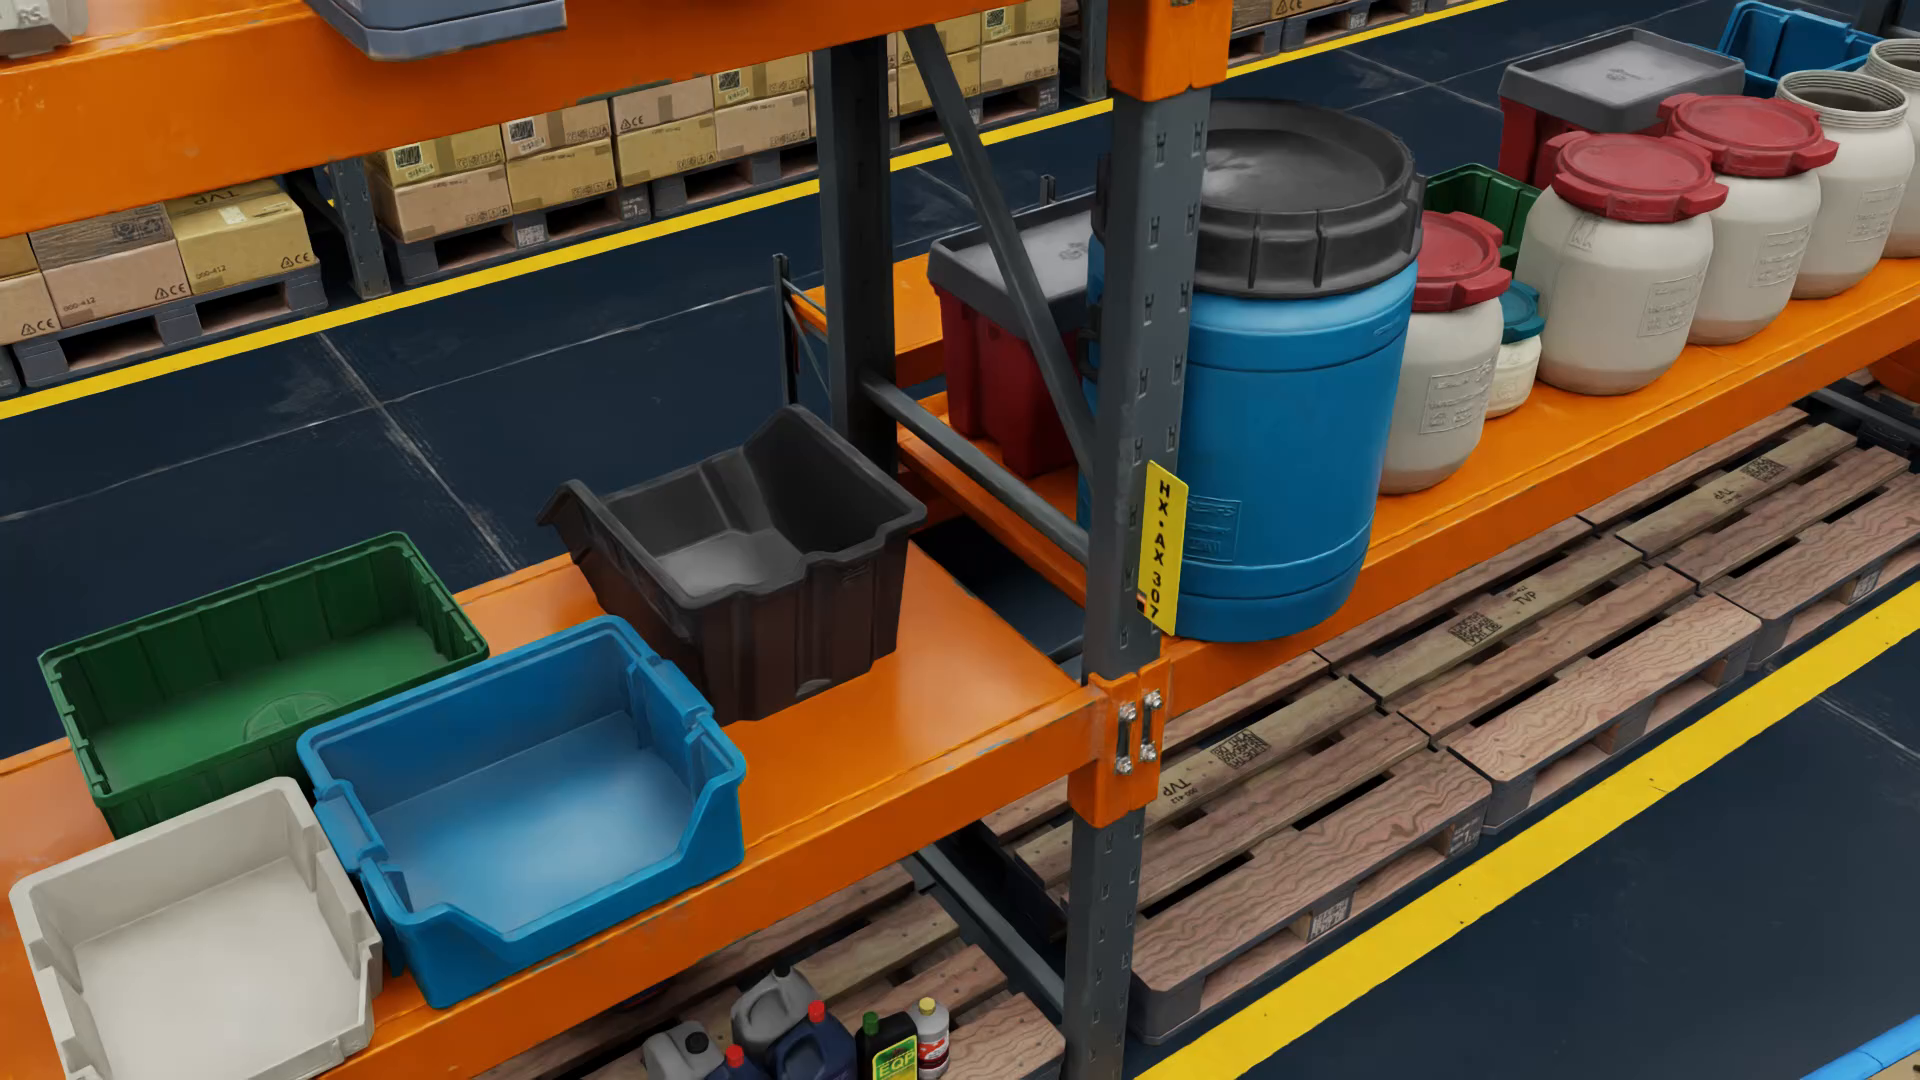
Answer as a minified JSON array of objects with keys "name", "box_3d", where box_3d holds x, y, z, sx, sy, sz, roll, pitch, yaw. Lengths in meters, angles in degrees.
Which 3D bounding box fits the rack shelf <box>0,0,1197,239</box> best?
[{"name":"rack shelf","box_3d":[-1.589,-0.389,1.769,4.000,0.370,1.077,-22,41,-28]}]

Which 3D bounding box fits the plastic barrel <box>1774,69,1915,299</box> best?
[{"name":"plastic barrel","box_3d":[2.253,-0.937,4.389,0.421,0.512,0.421,0,36,0]}]

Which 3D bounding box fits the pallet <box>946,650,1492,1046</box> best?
[{"name":"pallet","box_3d":[0.665,0.713,4.578,1.213,0.211,1.003,-22,41,-28]}]

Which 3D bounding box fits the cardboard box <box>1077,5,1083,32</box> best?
[{"name":"cardboard box","box_3d":[1.001,-3.028,9.155,0.500,0.500,0.500,-21,41,-26]}]

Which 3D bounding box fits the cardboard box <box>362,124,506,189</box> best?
[{"name":"cardboard box","box_3d":[-2.324,-1.804,7.204,0.500,0.311,0.500,-22,41,-28]}]

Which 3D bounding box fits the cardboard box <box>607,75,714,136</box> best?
[{"name":"cardboard box","box_3d":[-1.489,-2.144,7.677,0.500,0.311,0.500,-24,42,-29]}]

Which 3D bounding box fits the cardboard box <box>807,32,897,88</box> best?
[{"name":"cardboard box","box_3d":[-0.657,-2.489,8.156,0.500,0.311,0.500,-23,41,-28]}]

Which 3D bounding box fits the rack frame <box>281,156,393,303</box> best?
[{"name":"rack frame","box_3d":[-2.805,-2.502,6.659,0.127,3.000,1.000,-22,41,-28]}]

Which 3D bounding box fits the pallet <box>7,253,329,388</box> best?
[{"name":"pallet","box_3d":[-3.479,-1.122,7.129,1.213,0.211,1.003,-22,41,-28]}]

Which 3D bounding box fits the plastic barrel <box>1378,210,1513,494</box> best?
[{"name":"plastic barrel","box_3d":[0.954,-0.409,3.633,0.433,0.535,0.433,0,36,0]}]

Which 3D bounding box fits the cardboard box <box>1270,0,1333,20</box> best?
[{"name":"cardboard box","box_3d":[1.839,-3.373,9.634,0.500,0.500,0.500,-23,42,-28]}]

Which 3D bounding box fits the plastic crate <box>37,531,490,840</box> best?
[{"name":"plastic crate","box_3d":[-1.227,0.272,2.985,0.662,0.188,0.450,-22,41,-28]}]

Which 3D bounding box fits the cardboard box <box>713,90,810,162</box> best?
[{"name":"cardboard box","box_3d":[-1.076,-2.091,8.083,0.500,0.250,0.500,-22,41,-27]}]

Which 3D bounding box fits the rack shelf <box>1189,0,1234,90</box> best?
[{"name":"rack shelf","box_3d":[1.680,-1.735,3.640,4.000,0.370,1.077,-22,41,-28]}]

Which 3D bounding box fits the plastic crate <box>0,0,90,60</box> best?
[{"name":"plastic crate","box_3d":[-1.034,-0.514,1.553,0.396,0.136,0.243,-22,41,-28]}]

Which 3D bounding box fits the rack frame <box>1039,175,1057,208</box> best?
[{"name":"rack frame","box_3d":[0.421,-0.630,5.662,0.032,1.125,0.500,-22,41,-28]}]

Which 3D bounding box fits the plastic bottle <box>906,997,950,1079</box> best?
[{"name":"plastic bottle","box_3d":[-0.072,1.092,3.683,0.097,0.201,0.097,0,36,0]}]

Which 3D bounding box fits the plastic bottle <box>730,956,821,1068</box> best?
[{"name":"plastic bottle","box_3d":[-0.398,1.046,3.619,0.185,0.351,0.144,-22,41,-28]}]

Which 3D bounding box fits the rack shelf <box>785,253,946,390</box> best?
[{"name":"rack shelf","box_3d":[0.006,-0.697,5.254,1.000,0.278,0.538,-22,41,-28]}]

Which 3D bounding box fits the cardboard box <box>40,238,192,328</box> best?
[{"name":"cardboard box","box_3d":[-3.472,-1.132,6.750,0.500,0.250,0.500,-22,41,-28]}]

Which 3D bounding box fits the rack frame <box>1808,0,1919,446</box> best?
[{"name":"rack frame","box_3d":[3.315,-1.482,5.241,0.127,3.000,1.000,-22,41,-28]}]

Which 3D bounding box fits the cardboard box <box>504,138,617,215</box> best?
[{"name":"cardboard box","box_3d":[-1.914,-1.744,7.602,0.500,0.250,0.500,-21,41,-27]}]

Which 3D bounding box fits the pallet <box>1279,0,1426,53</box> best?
[{"name":"pallet","box_3d":[2.093,-3.356,10.235,1.213,0.211,1.003,-22,41,-28]}]

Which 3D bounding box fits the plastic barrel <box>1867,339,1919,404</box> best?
[{"name":"plastic barrel","box_3d":[3.705,-0.944,5.992,0.708,0.830,0.600,-22,41,-28]}]

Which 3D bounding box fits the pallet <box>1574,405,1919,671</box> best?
[{"name":"pallet","box_3d":[2.659,-0.108,5.719,1.213,0.211,1.003,-22,41,-28]}]

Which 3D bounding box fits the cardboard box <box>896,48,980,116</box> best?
[{"name":"cardboard box","box_3d":[-0.244,-2.433,8.559,0.500,0.250,0.500,-23,42,-28]}]

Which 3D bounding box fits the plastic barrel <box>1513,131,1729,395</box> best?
[{"name":"plastic barrel","box_3d":[1.554,-0.655,3.976,0.433,0.535,0.433,0,36,0]}]

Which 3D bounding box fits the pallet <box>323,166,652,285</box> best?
[{"name":"pallet","box_3d":[-2.225,-1.636,7.844,1.213,0.211,1.003,-22,41,-28]}]

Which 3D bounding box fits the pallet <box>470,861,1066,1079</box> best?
[{"name":"pallet","box_3d":[-0.528,1.202,3.898,1.213,0.211,1.003,-22,41,-28]}]

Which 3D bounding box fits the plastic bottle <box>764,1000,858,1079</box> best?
[{"name":"plastic bottle","box_3d":[-0.315,1.115,3.523,0.185,0.351,0.144,-24,42,-29]}]

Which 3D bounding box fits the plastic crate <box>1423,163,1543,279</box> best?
[{"name":"plastic crate","box_3d":[1.306,-0.771,4.434,0.662,0.188,0.450,-22,41,-28]}]

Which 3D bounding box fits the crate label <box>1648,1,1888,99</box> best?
[{"name":"crate label","box_3d":[2.347,-1.291,4.946,0.616,0.435,0.502,-22,41,-28]}]

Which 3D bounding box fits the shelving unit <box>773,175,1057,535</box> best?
[{"name":"shelving unit","box_3d":[0.006,-0.459,5.425,1.048,1.125,0.538,-22,41,-28]}]

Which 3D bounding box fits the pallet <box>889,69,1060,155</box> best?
[{"name":"pallet","box_3d":[-0.231,-2.457,8.985,1.213,0.211,1.003,-22,41,-28]}]

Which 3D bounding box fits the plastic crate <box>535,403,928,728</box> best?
[{"name":"plastic crate","box_3d":[-0.456,0.004,3.228,0.504,0.338,0.767,-22,41,-28]}]

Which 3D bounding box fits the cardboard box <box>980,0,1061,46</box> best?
[{"name":"cardboard box","box_3d":[0.178,-2.835,8.638,0.500,0.311,0.500,-21,41,-27]}]

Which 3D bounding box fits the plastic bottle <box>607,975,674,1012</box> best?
[{"name":"plastic bottle","box_3d":[-0.770,0.903,3.818,0.185,0.351,0.144,-22,41,-28]}]

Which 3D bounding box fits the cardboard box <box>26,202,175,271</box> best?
[{"name":"cardboard box","box_3d":[-3.474,-1.437,6.532,0.500,0.500,0.500,-22,41,-28]}]
